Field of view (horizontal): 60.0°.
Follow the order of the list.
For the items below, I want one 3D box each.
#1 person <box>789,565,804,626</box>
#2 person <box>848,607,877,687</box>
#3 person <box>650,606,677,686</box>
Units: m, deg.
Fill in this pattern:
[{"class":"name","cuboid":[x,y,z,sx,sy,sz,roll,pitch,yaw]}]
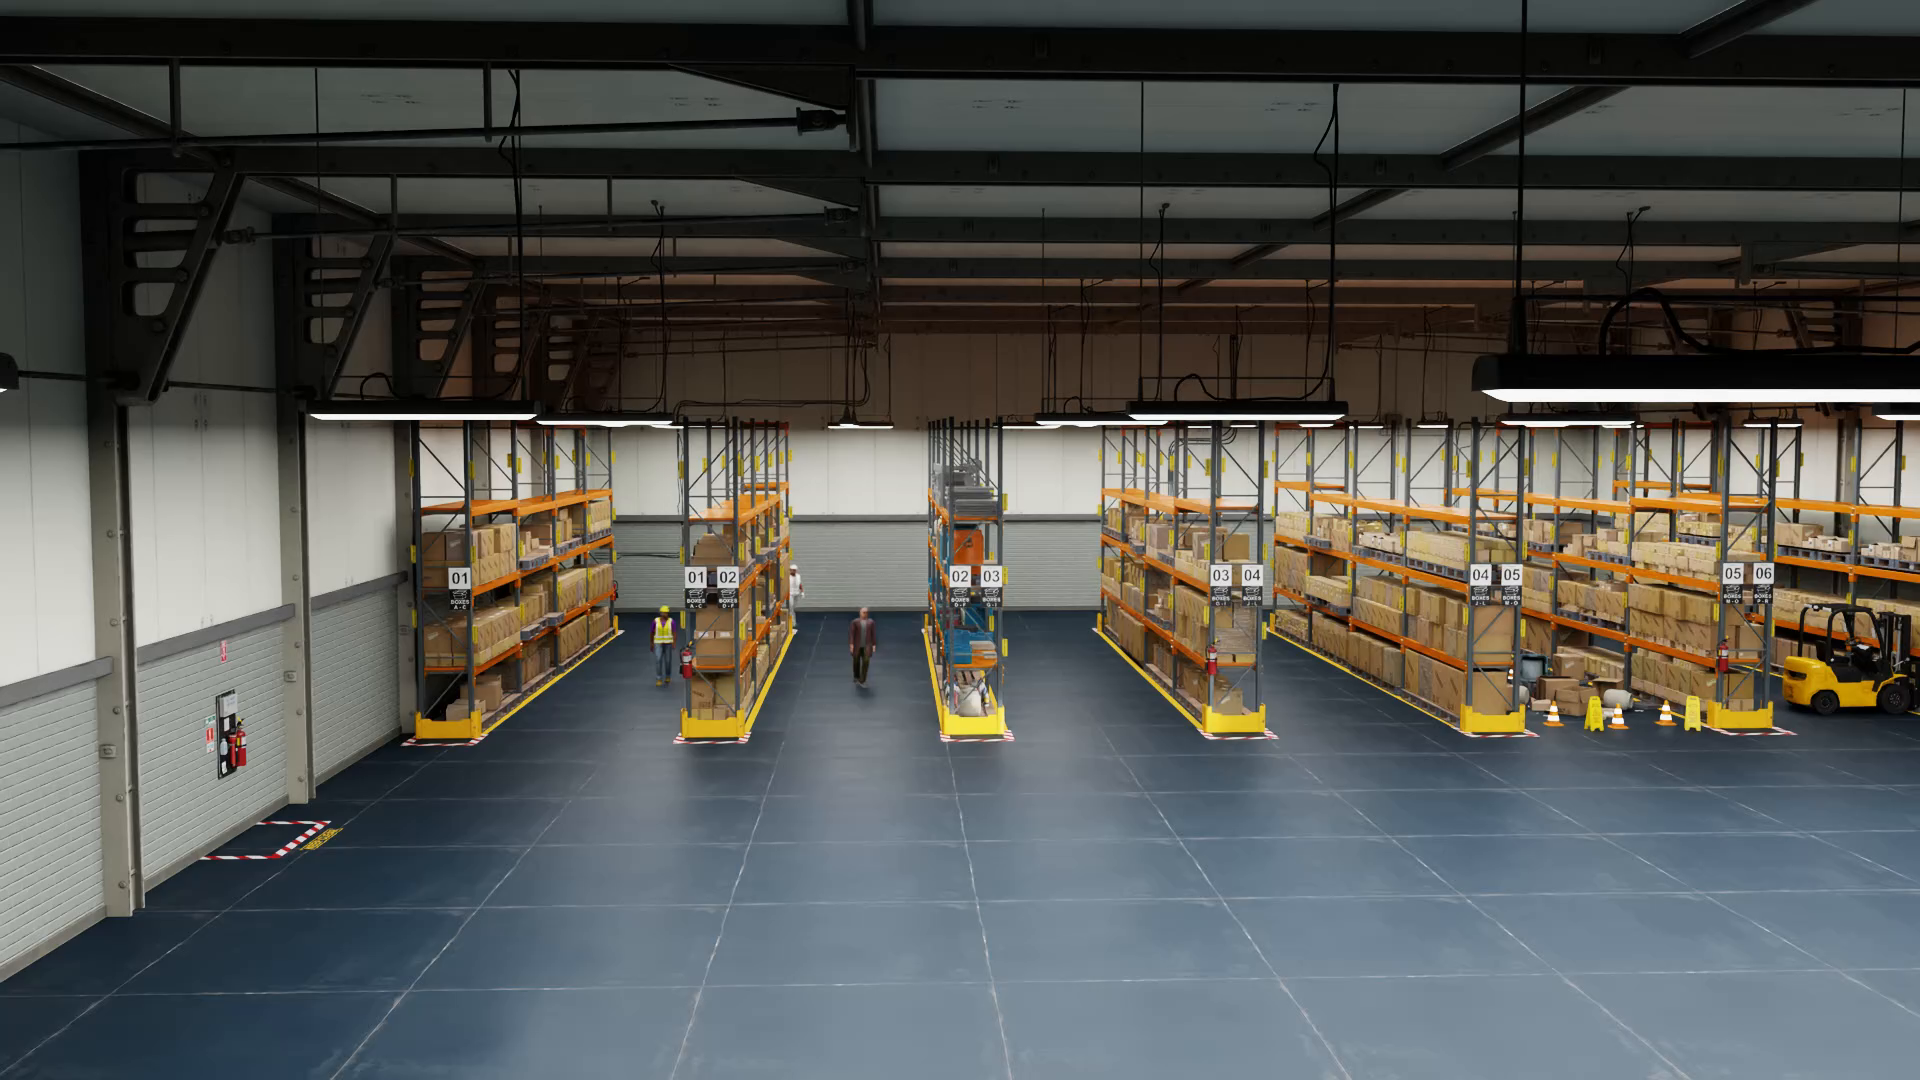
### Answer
[{"class":"person","cuboid":[-4.956,1.632,49.338,0.595,1.785,0.904,-3,5,-35]},{"class":"person","cuboid":[-2.199,2.428,37.547,0.682,1.821,0.751,-1,4,-13]},{"class":"person","cuboid":[-6.727,2.398,37.759,0.600,1.768,0.766,-1,4,-12]}]
